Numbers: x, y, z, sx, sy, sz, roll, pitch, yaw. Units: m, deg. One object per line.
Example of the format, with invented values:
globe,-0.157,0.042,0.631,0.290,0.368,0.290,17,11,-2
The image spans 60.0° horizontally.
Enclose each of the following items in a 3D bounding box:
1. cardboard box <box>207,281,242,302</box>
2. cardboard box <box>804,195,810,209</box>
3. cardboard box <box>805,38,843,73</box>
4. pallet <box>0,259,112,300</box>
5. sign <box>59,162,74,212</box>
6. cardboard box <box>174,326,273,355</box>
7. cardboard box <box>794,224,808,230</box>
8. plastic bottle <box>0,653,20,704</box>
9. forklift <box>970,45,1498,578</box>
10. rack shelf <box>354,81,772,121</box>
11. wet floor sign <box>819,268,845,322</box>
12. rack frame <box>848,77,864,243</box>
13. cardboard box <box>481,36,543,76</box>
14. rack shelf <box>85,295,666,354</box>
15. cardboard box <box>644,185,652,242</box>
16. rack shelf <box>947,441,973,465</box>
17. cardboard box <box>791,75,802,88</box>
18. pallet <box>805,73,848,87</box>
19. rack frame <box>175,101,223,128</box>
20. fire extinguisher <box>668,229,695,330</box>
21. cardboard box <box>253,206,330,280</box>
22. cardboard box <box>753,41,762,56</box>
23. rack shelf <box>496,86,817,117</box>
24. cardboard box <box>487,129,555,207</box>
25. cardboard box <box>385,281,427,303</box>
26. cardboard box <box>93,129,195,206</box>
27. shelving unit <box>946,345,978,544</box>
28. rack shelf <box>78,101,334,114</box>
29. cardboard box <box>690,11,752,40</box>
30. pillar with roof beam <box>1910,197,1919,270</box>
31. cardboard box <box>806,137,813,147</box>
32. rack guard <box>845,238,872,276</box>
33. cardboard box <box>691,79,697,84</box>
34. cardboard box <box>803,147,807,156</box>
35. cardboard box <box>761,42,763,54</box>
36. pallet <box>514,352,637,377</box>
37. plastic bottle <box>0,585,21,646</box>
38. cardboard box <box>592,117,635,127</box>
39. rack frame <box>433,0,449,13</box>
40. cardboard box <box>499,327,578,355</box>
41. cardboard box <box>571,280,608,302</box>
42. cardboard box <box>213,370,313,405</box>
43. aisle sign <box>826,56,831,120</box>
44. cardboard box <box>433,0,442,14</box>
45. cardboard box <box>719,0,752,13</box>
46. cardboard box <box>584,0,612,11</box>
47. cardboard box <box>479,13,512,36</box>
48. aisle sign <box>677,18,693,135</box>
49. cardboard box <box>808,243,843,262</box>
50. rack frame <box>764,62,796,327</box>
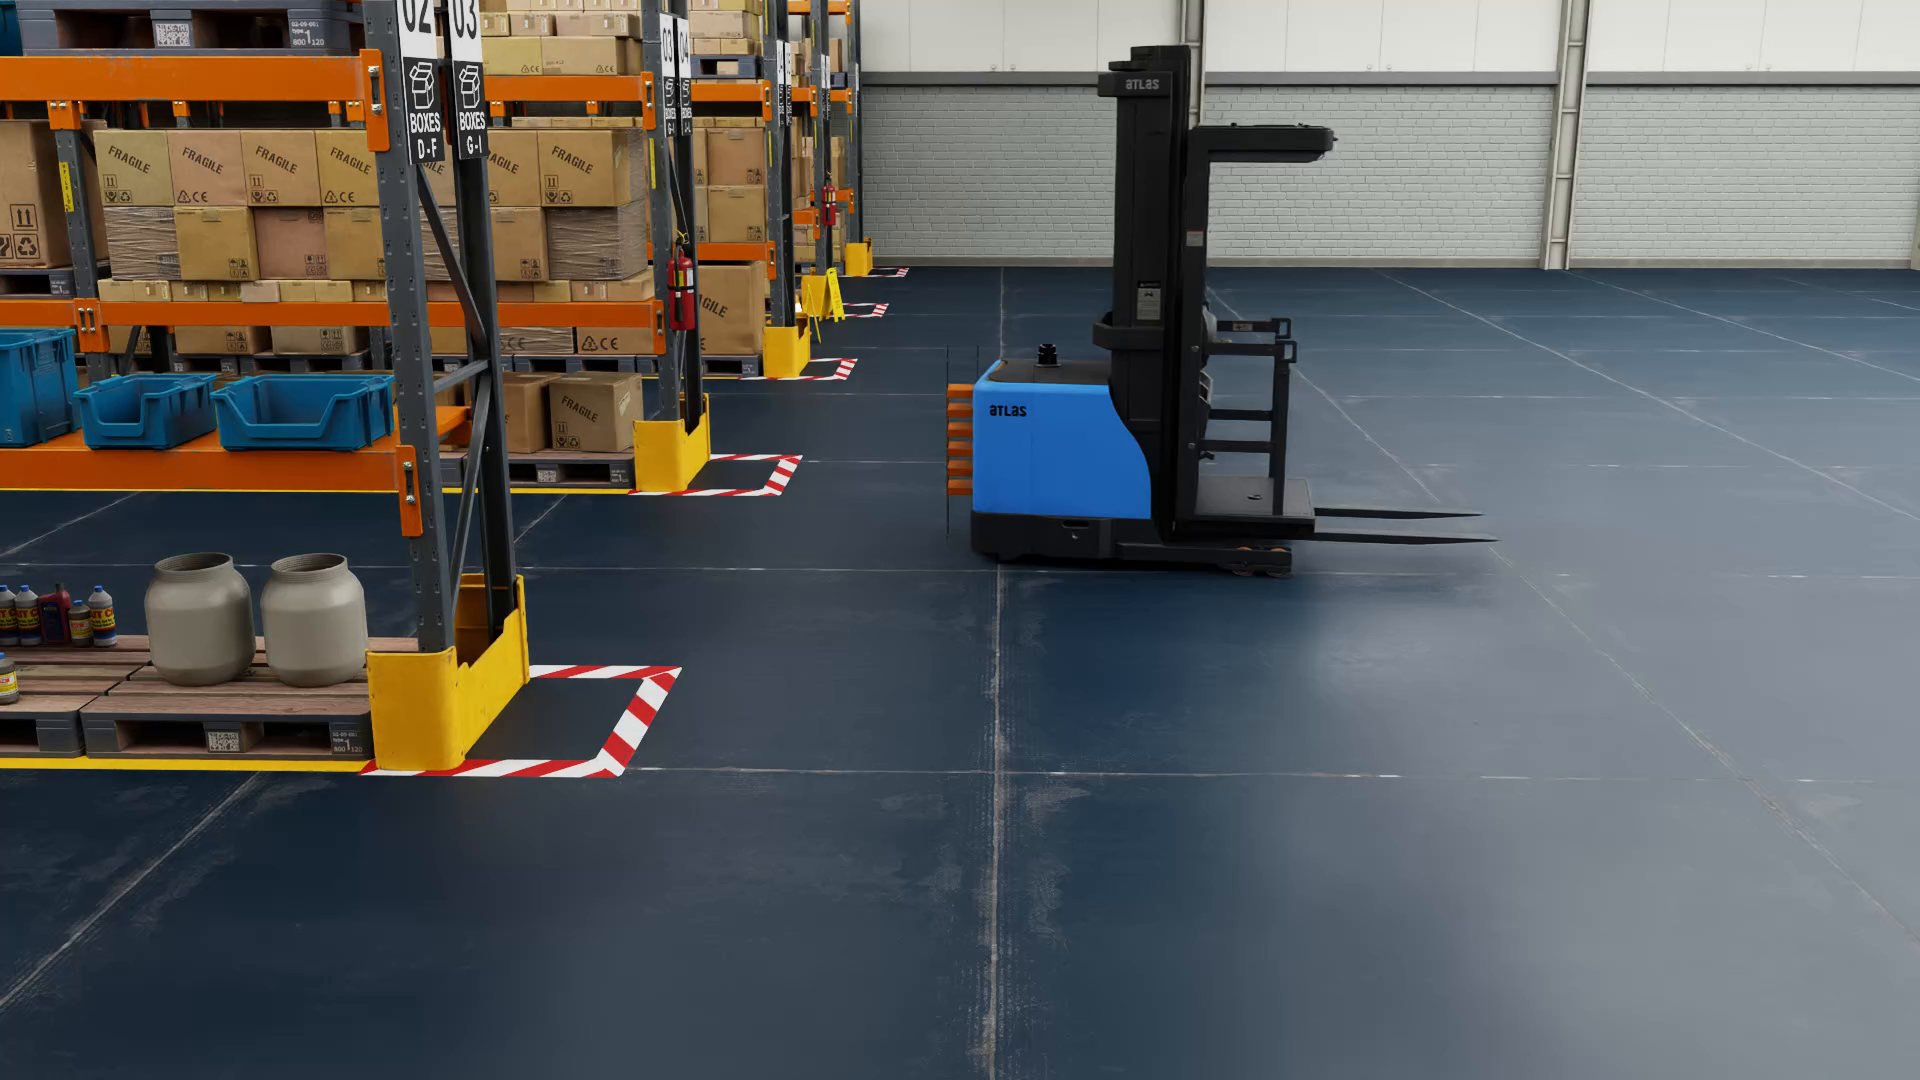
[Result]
cardboard box,-5.051,-1.761,11.628,0.250,0.149,0.380,0,15,1
cardboard box,-2.091,-4.394,21.608,0.250,0.149,0.380,0,15,2
cardboard box,-2.083,-7.417,25.479,0.500,0.500,0.500,1,15,3
pallet,-6.769,-1.909,12.071,1.213,0.211,1.003,0,15,1
sign,-6.020,-2.378,11.203,0.005,0.325,0.100,0,15,1
cardboard box,-7.368,-2.327,16.868,0.750,0.750,1.050,0,15,1
cardboard box,-2.613,-5.009,26.052,0.500,0.250,0.500,1,15,2
plastic bottle,-3.984,0.570,6.923,0.097,0.201,0.097,0,15,0
forklift,1.625,-1.348,9.704,3.031,2.935,1.130,2,15,9
rack shelf,-3.782,-4.313,16.339,4.000,0.370,1.077,0,15,1
wet floor sign,-1.595,-3.048,20.629,0.232,0.644,0.267,6,16,21
rack frame,-1.634,-5.727,26.165,0.127,3.000,1.000,0,15,1
cardboard box,-2.998,-3.252,11.201,0.500,0.250,0.500,0,15,2
rack shelf,-4.010,-1.599,11.930,4.000,0.370,1.077,0,15,1
cardboard box,-3.262,-3.295,16.654,0.550,0.550,0.875,0,15,1
rack shelf,0.014,-0.537,10.198,0.180,0.103,0.258,0,15,1
cardboard box,-2.121,-5.721,20.755,0.250,0.149,0.380,0,15,2
pallet,-2.340,-7.145,25.837,1.213,0.211,1.003,0,15,1
rack frame,-9.755,-4.513,21.565,0.127,3.000,1.000,0,15,1
fire extinguisher,-1.908,-1.778,11.350,0.183,0.674,0.296,0,15,1
cardboard box,-4.559,-2.143,11.804,0.500,0.500,0.875,0,15,1
cardboard box,-2.117,-4.862,16.482,0.250,0.149,0.380,0,15,2
rack shelf,-3.757,-5.576,21.126,4.000,0.370,1.077,0,15,1
cardboard box,-3.066,-2.551,11.392,0.500,0.500,0.500,0,15,1
cardboard box,-3.803,-1.744,11.563,0.250,0.149,0.380,0,15,1
cardboard box,-5.566,-2.567,11.452,0.500,0.500,0.500,0,15,1
shelving unit,0.014,-0.580,10.187,0.189,1.200,0.258,0,15,1
rack shelf,-11.631,-6.894,26.121,4.000,0.370,1.077,0,15,1
cardboard box,-2.279,-4.903,15.854,0.500,0.250,0.500,1,15,2
pillar with roof beam,15.577,-7.647,21.683,0.400,9.000,9.100,0,15,1
cardboard box,-2.245,-6.175,25.813,0.250,0.149,0.380,0,15,2
rack guard,-1.610,-4.518,26.484,0.348,0.500,1.175,0,15,1
cardboard box,-3.400,-5.736,20.814,0.250,0.149,0.380,0,15,0
cardboard box,-2.502,-6.031,25.851,0.250,0.149,0.380,1,15,2
cardboard box,-2.360,-6.114,20.682,0.250,0.149,0.380,1,15,2
pallet,-3.800,-1.843,16.913,1.213,0.211,1.003,0,15,1
plastic bottle,-4.384,0.342,7.650,0.097,0.271,0.097,0,15,0
cardboard box,-4.310,-5.085,20.995,0.500,0.500,0.700,0,15,0
rack frame,-2.137,-3.571,6.236,0.127,3.000,1.000,0,15,1
cardboard box,-4.253,-2.373,16.795,0.875,0.875,0.875,0,15,2
cardboard box,-2.550,-1.763,11.635,0.250,0.149,0.380,0,15,1
cardboard box,-5.037,-0.939,12.097,0.500,0.500,0.500,5,16,19
aisle sign,-1.687,-5.796,21.334,0.004,0.787,0.394,0,15,1
cardboard box,-3.566,-3.763,11.085,0.500,0.500,0.500,0,15,1
cardboard box,-2.128,-5.079,15.742,0.250,0.149,0.380,1,15,2
cardboard box,-3.399,-5.088,15.774,0.250,0.149,0.380,0,15,1
cardboard box,-3.081,-3.427,11.083,0.250,0.149,0.380,0,15,2
aisle sign,-1.941,-3.267,11.745,0.004,0.787,0.394,0,15,1
cardboard box,-2.112,-4.523,26.169,0.500,0.250,0.500,0,15,2
rack frame,-1.783,-3.198,16.580,0.127,3.000,1.000,0,15,1
